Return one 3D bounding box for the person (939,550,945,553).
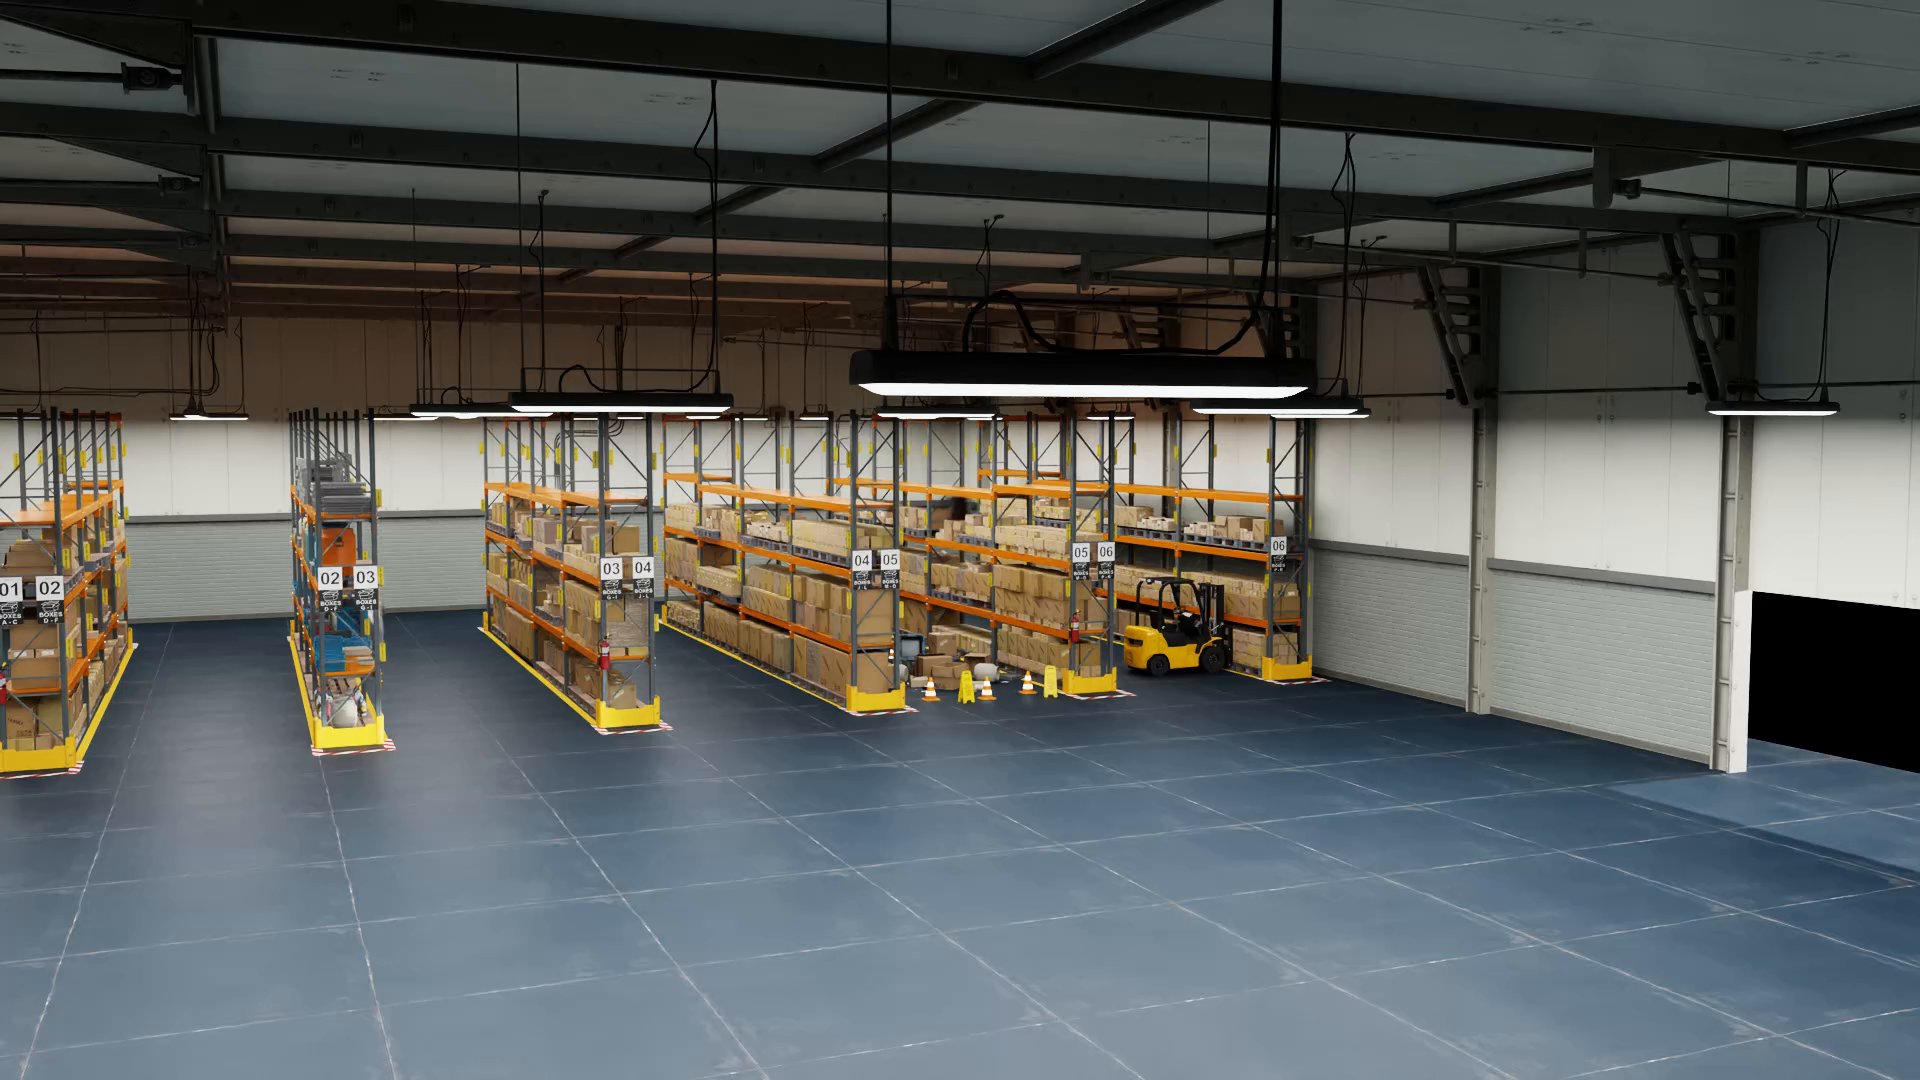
[{"bbox_3d":[-0.546,1.163,52.691,0.898,1.727,0.680,-2,4,-22],"label":"person"}]

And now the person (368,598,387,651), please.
[{"bbox_3d":[-14.711,1.968,41.827,0.437,1.639,0.968,-2,5,-31],"label":"person"}]

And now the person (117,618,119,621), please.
[{"bbox_3d":[-22.442,1.832,43.720,0.738,1.634,0.452,1,4,15],"label":"person"}]
